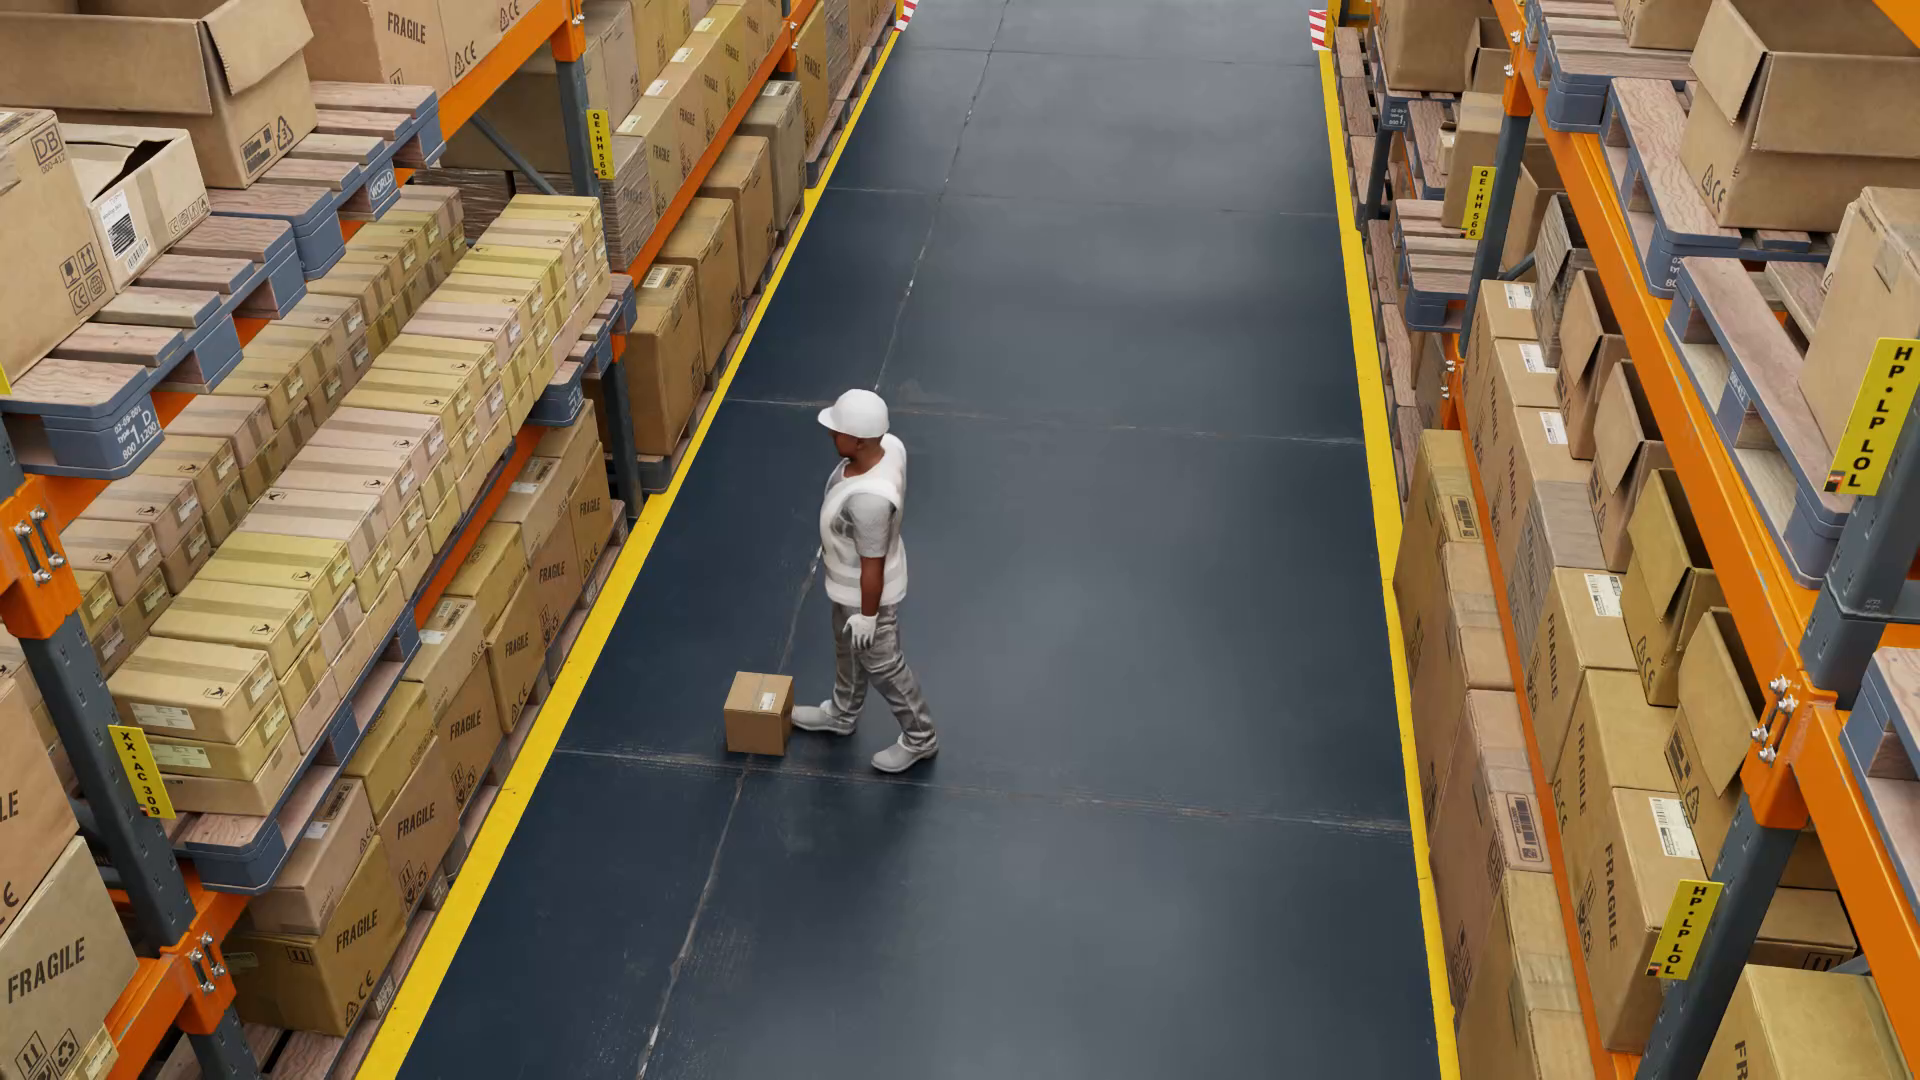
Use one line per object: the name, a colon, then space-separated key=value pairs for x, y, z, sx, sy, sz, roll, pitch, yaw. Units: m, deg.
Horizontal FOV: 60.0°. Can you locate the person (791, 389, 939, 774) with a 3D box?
person: x=-0.428 y=0.168 z=6.775 sx=0.675 sy=1.787 sz=0.569 roll=1 pitch=36 yaw=1
